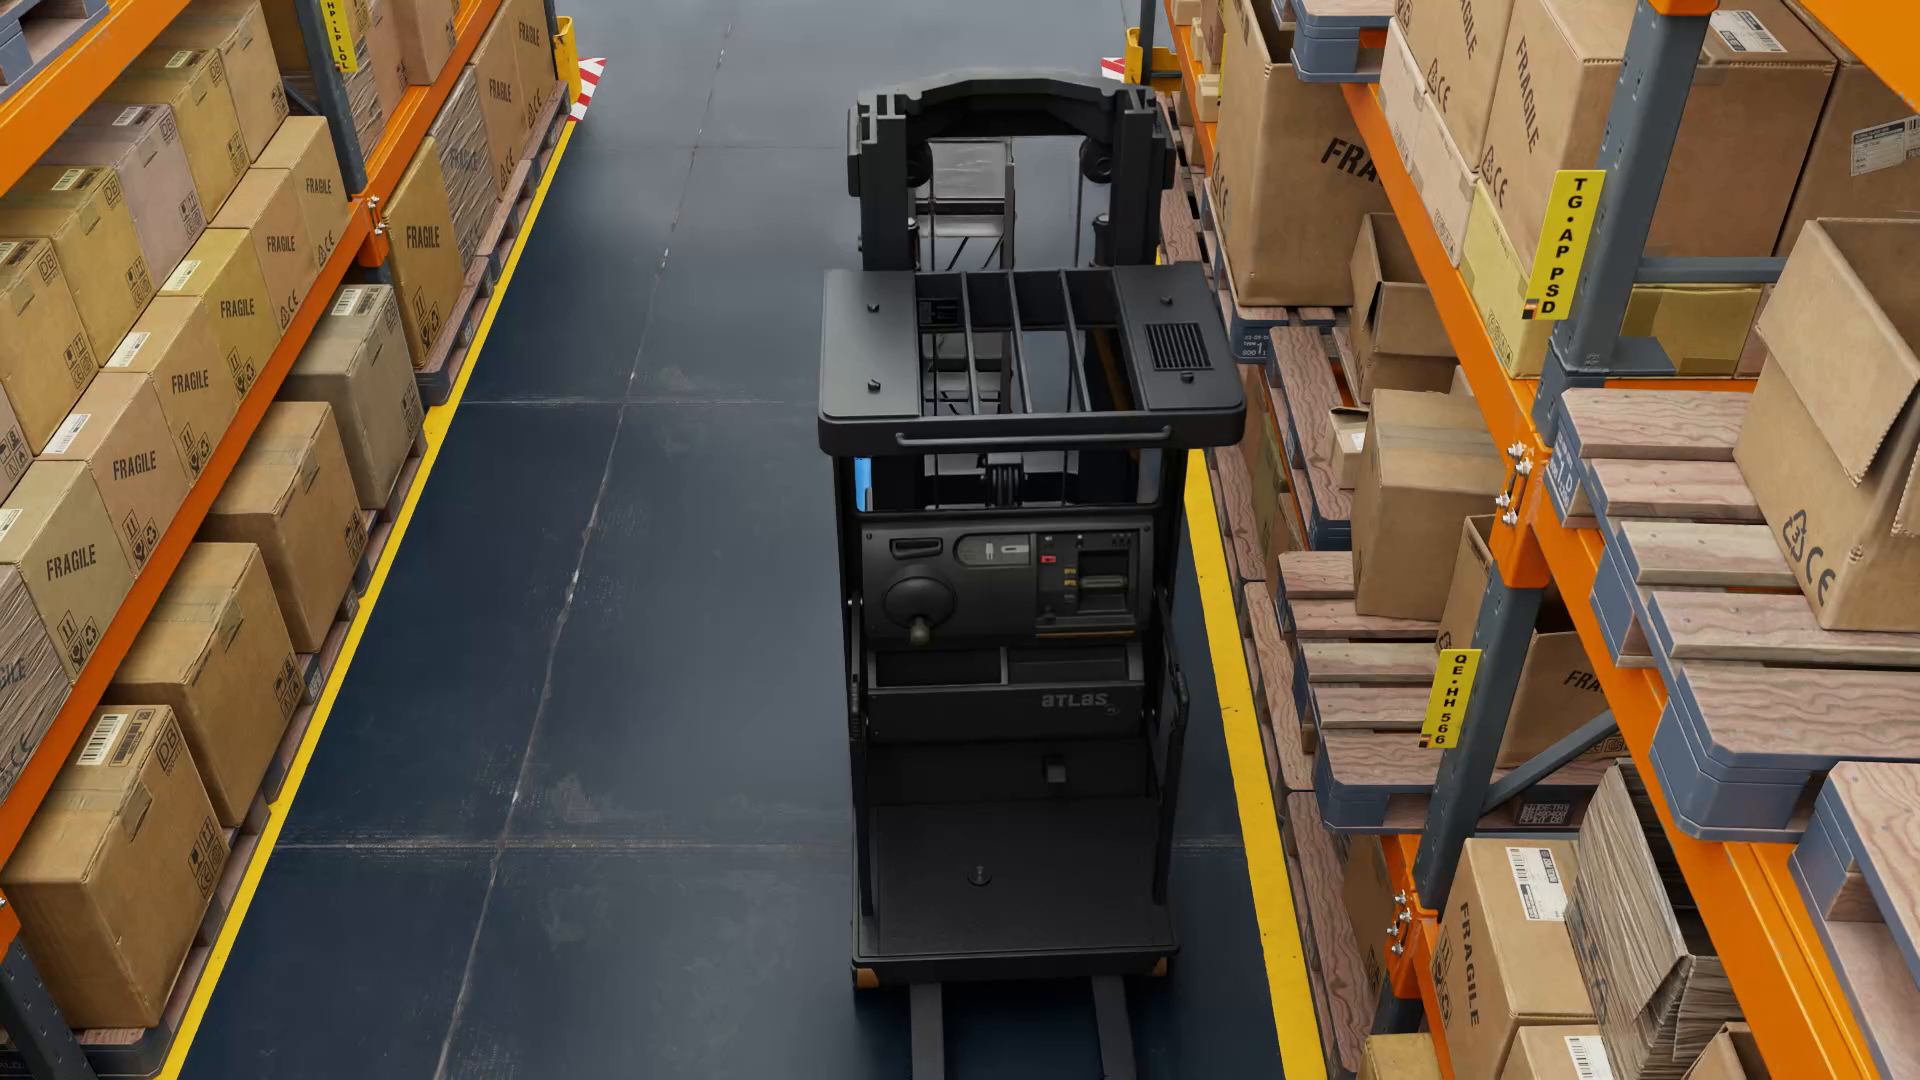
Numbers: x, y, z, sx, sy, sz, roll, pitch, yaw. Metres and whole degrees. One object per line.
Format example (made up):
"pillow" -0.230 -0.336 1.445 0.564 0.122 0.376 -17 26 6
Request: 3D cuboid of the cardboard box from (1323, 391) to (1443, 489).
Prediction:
"cardboard box" 1.452 -0.354 5.565 0.396 0.266 0.258 -1 39 -1

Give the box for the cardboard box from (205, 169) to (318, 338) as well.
"cardboard box" -2.972 -1.158 6.716 0.500 0.500 0.500 0 39 -1

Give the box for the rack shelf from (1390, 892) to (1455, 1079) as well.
"rack shelf" 1.727 2.331 3.017 1.077 0.370 4.000 0 39 0

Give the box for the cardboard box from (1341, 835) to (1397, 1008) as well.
"cardboard box" 1.704 1.185 5.520 0.700 0.500 0.500 -2 39 -2

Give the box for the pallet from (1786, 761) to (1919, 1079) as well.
"pallet" 1.782 0.805 2.099 1.003 0.211 1.213 2 39 2

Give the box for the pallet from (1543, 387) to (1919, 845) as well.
"pallet" 1.778 0.106 2.972 1.213 0.211 1.003 2 39 2

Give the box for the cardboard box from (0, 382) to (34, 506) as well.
"cardboard box" -3.228 -0.286 4.828 0.700 0.500 0.500 -1 39 -1

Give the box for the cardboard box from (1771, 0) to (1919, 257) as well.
"cardboard box" 1.981 -0.899 3.594 0.500 0.500 0.500 0 39 0

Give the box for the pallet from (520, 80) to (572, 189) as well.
"pallet" -3.166 -2.674 10.918 1.003 0.211 1.213 0 39 0

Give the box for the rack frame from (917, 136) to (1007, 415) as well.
"rack frame" 0.000 -0.868 7.155 0.400 2.100 0.015 0 39 0

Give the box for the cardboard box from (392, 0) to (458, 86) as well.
"cardboard box" -3.159 -2.732 8.640 0.875 0.550 0.550 0 39 0

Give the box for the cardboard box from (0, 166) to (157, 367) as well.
"cardboard box" -3.232 -0.926 5.628 0.700 0.500 0.500 0 39 0

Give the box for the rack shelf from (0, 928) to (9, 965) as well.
"rack shelf" -3.233 2.272 3.092 1.077 0.370 4.000 0 39 0

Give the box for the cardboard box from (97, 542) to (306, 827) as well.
"cardboard box" -3.151 0.527 6.157 1.050 0.750 0.750 1 39 1

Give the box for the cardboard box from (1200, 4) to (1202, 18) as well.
"cardboard box" 1.515 -2.832 9.086 0.380 0.149 0.250 0 39 0

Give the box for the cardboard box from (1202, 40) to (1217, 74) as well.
"cardboard box" 1.474 -2.519 8.696 0.380 0.149 0.250 0 39 0

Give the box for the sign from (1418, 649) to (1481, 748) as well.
"sign" 1.182 0.385 4.008 0.100 0.325 0.005 0 39 0

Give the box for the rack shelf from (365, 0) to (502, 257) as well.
"rack shelf" -3.243 -2.731 9.334 1.077 0.370 4.000 0 39 0

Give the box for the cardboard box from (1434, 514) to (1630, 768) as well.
"cardboard box" 1.684 0.260 4.612 0.500 0.500 0.500 -5 39 -6

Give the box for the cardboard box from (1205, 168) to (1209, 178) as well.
"cardboard box" 1.672 -1.886 9.368 0.500 0.500 0.500 -3 39 -4

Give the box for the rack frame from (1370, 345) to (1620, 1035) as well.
"rack frame" 1.724 0.800 4.353 1.000 3.000 0.127 0 39 0

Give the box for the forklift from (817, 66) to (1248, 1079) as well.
"forklift" 0.166 0.206 5.150 1.130 2.935 3.031 -2 39 -2

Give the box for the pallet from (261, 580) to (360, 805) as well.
"pallet" -3.160 0.574 6.864 1.003 0.211 1.213 0 39 0

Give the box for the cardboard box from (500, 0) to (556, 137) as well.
"cardboard box" -3.178 -3.173 10.674 0.875 0.875 0.875 0 39 0

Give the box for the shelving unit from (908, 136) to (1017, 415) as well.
"shelving unit" 0.000 -0.716 6.964 0.431 2.100 0.503 0 39 0

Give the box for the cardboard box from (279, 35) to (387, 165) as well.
"cardboard box" -3.253 -2.050 7.790 0.875 0.550 0.550 0 39 0

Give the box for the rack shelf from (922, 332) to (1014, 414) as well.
"rack shelf" 0.000 -0.705 6.973 0.431 0.518 0.480 0 39 0

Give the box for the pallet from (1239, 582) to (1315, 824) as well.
"pallet" 1.726 0.639 6.784 1.003 0.211 1.213 0 39 0

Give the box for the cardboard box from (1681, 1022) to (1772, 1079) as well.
"cardboard box" 1.707 1.234 2.929 0.797 0.503 0.637 1 39 1

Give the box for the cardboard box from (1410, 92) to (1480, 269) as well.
"cardboard box" 1.464 -0.919 4.220 0.500 0.250 0.500 0 39 0

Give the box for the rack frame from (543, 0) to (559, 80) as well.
"rack frame" -3.245 -4.262 10.670 1.000 3.000 0.127 0 39 0

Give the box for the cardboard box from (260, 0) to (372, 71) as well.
"cardboard box" -3.206 -2.472 7.452 0.875 0.550 0.550 0 39 0

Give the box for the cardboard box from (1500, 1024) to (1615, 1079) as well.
"cardboard box" 1.456 1.388 3.540 0.500 0.500 0.500 -1 39 -1

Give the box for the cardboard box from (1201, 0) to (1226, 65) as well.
"cardboard box" 1.714 -2.763 8.482 0.875 0.500 0.500 0 39 0

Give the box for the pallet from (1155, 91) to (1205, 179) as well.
"pallet" 1.681 -2.559 10.774 1.003 0.211 1.213 0 39 0

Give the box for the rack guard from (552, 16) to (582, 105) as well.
"rack guard" -3.245 -3.302 11.471 1.175 0.500 0.348 0 39 0

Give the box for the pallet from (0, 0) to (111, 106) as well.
"pallet" -3.294 -1.458 4.923 1.003 0.211 1.213 2 39 2

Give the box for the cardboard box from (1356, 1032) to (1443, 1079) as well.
"cardboard box" 1.704 1.897 4.348 1.225 0.875 0.875 -2 39 -2

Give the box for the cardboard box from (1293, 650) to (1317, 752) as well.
"cardboard box" 1.683 0.483 6.395 0.700 0.500 0.500 3 39 4

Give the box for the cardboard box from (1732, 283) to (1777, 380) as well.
"cardboard box" 1.978 -0.606 3.829 0.500 0.250 0.500 1 39 1

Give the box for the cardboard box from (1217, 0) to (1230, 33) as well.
"cardboard box" 1.444 -2.528 7.388 0.500 0.500 0.500 0 39 0

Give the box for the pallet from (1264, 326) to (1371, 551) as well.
"pallet" 1.681 -0.363 5.958 1.003 0.211 1.213 0 39 0

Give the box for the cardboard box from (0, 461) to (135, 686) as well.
"cardboard box" -2.970 0.103 5.143 0.500 0.500 0.500 0 39 0

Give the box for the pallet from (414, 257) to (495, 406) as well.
"pallet" -3.163 -1.148 9.014 1.003 0.211 1.213 0 39 0

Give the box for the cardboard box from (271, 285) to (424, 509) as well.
"cardboard box" -3.150 -0.659 7.637 1.050 0.750 0.750 0 39 0

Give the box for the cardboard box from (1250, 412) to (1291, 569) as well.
"cardboard box" 1.681 -0.215 7.267 0.700 0.500 0.500 0 39 0

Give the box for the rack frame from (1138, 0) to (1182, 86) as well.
"rack frame" 1.715 -4.203 10.596 1.000 3.000 0.127 0 39 0

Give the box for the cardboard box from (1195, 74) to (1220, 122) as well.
"cardboard box" 1.383 -2.207 8.306 0.380 0.149 0.250 0 39 0

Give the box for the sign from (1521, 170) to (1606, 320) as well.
"sign" 1.182 -0.573 3.254 0.100 0.325 0.005 0 39 0

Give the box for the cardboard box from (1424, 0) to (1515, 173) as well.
"cardboard box" 1.462 -1.223 4.000 0.500 0.500 0.500 0 39 0

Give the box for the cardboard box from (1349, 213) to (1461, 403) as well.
"cardboard box" 1.814 -0.822 5.958 0.797 0.503 0.637 4 39 5

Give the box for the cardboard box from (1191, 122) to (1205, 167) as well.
"cardboard box" 1.734 -2.627 10.292 0.500 0.500 0.500 10 40 12

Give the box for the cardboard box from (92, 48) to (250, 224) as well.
"cardboard box" -3.231 -1.558 6.416 0.700 0.500 0.500 -1 39 -1

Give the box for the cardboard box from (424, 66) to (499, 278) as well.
"cardboard box" -3.176 -2.053 9.276 0.875 0.875 0.875 0 39 0

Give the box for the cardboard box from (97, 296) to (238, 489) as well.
"cardboard box" -2.968 -0.524 5.926 0.500 0.500 0.500 0 39 -1

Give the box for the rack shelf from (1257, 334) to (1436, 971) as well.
"rack shelf" 1.722 -0.170 6.139 1.077 0.370 4.000 0 39 0

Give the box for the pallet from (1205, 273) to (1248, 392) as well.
"pallet" 1.684 -1.033 8.870 1.003 0.211 1.213 0 39 0
